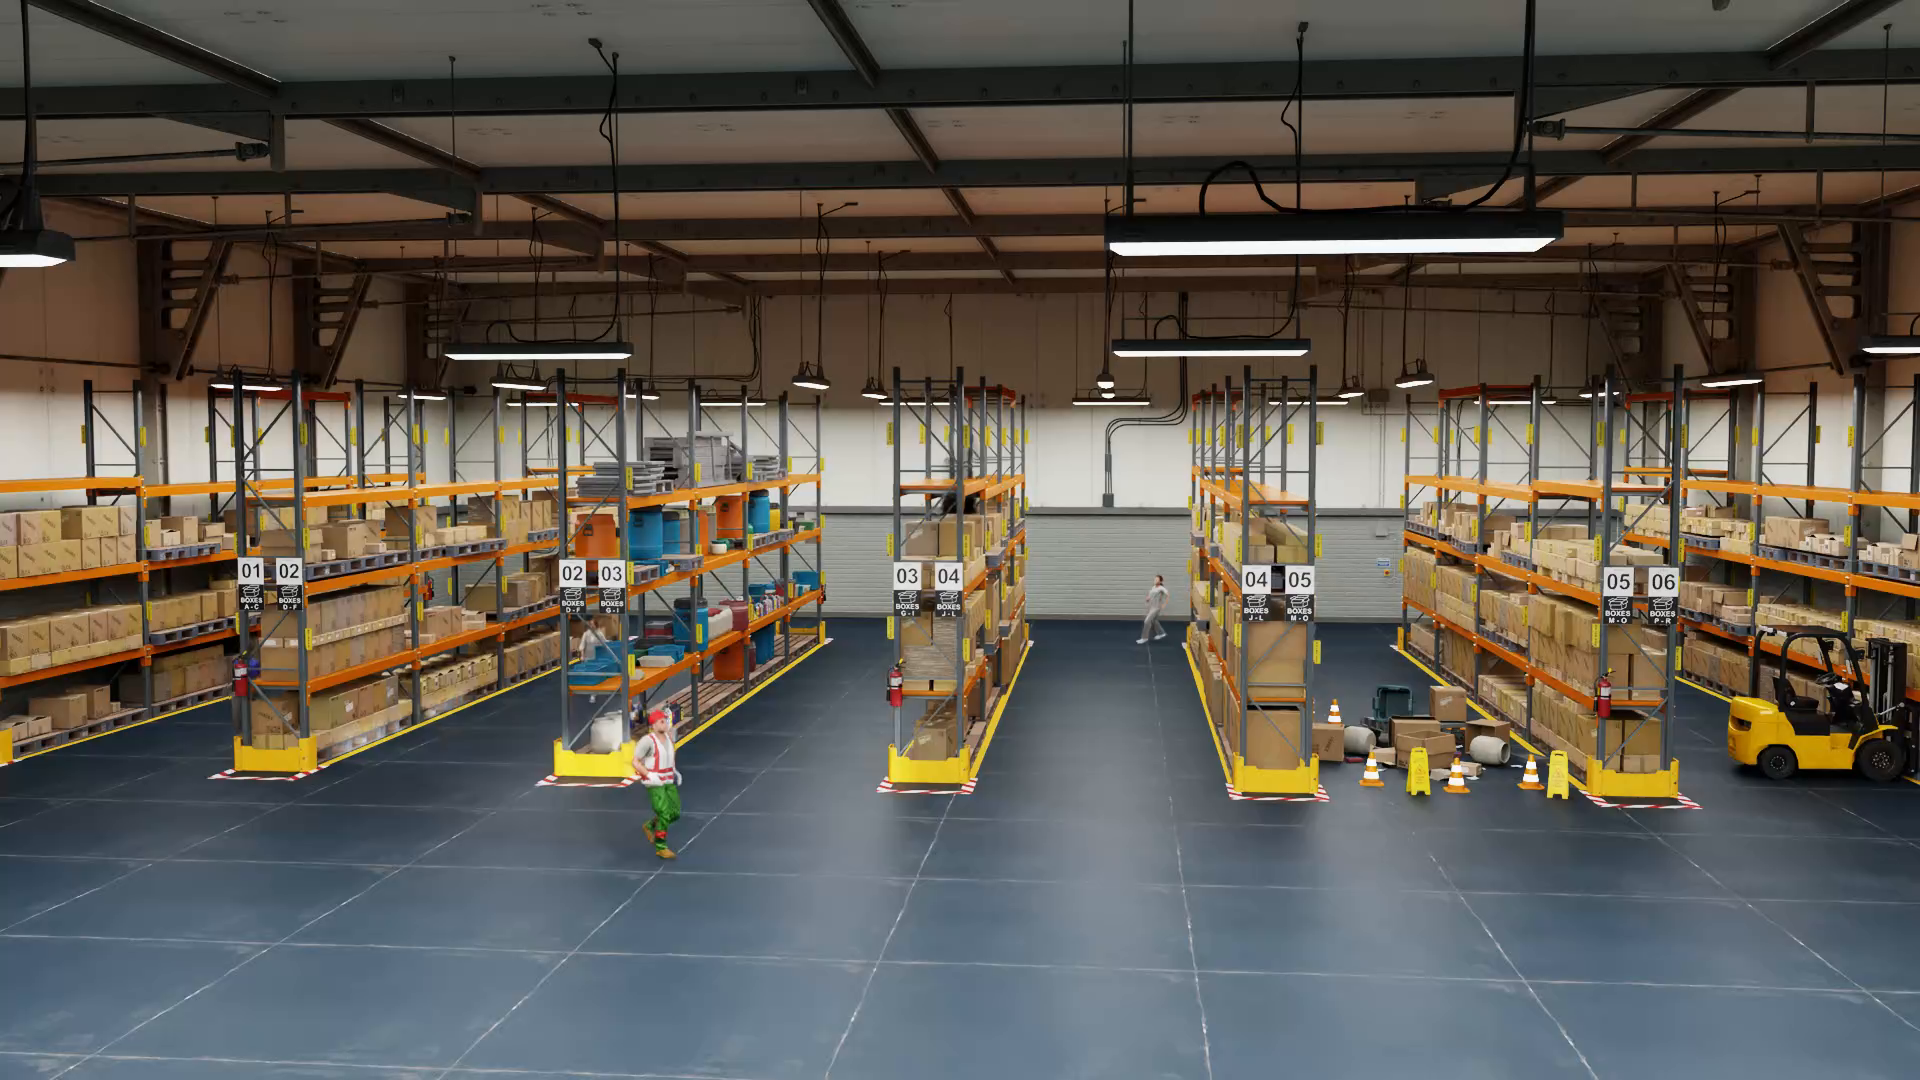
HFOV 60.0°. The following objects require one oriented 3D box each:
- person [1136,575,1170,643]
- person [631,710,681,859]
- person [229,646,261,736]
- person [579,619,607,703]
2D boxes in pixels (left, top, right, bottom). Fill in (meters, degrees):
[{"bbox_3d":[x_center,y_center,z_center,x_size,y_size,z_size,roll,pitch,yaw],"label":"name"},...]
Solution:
[{"bbox_3d":[4.720,1.672,40.288,0.847,1.666,0.630,-1,4,-22],"label":"person"},{"bbox_3d":[-3.637,2.896,19.816,0.596,1.751,0.666,2,4,34],"label":"person"},{"bbox_3d":[-11.722,2.508,27.295,0.577,1.643,0.750,1,4,8],"label":"person"},{"bbox_3d":[-6.940,2.283,31.512,0.536,1.545,0.618,0,4,-7],"label":"person"}]
